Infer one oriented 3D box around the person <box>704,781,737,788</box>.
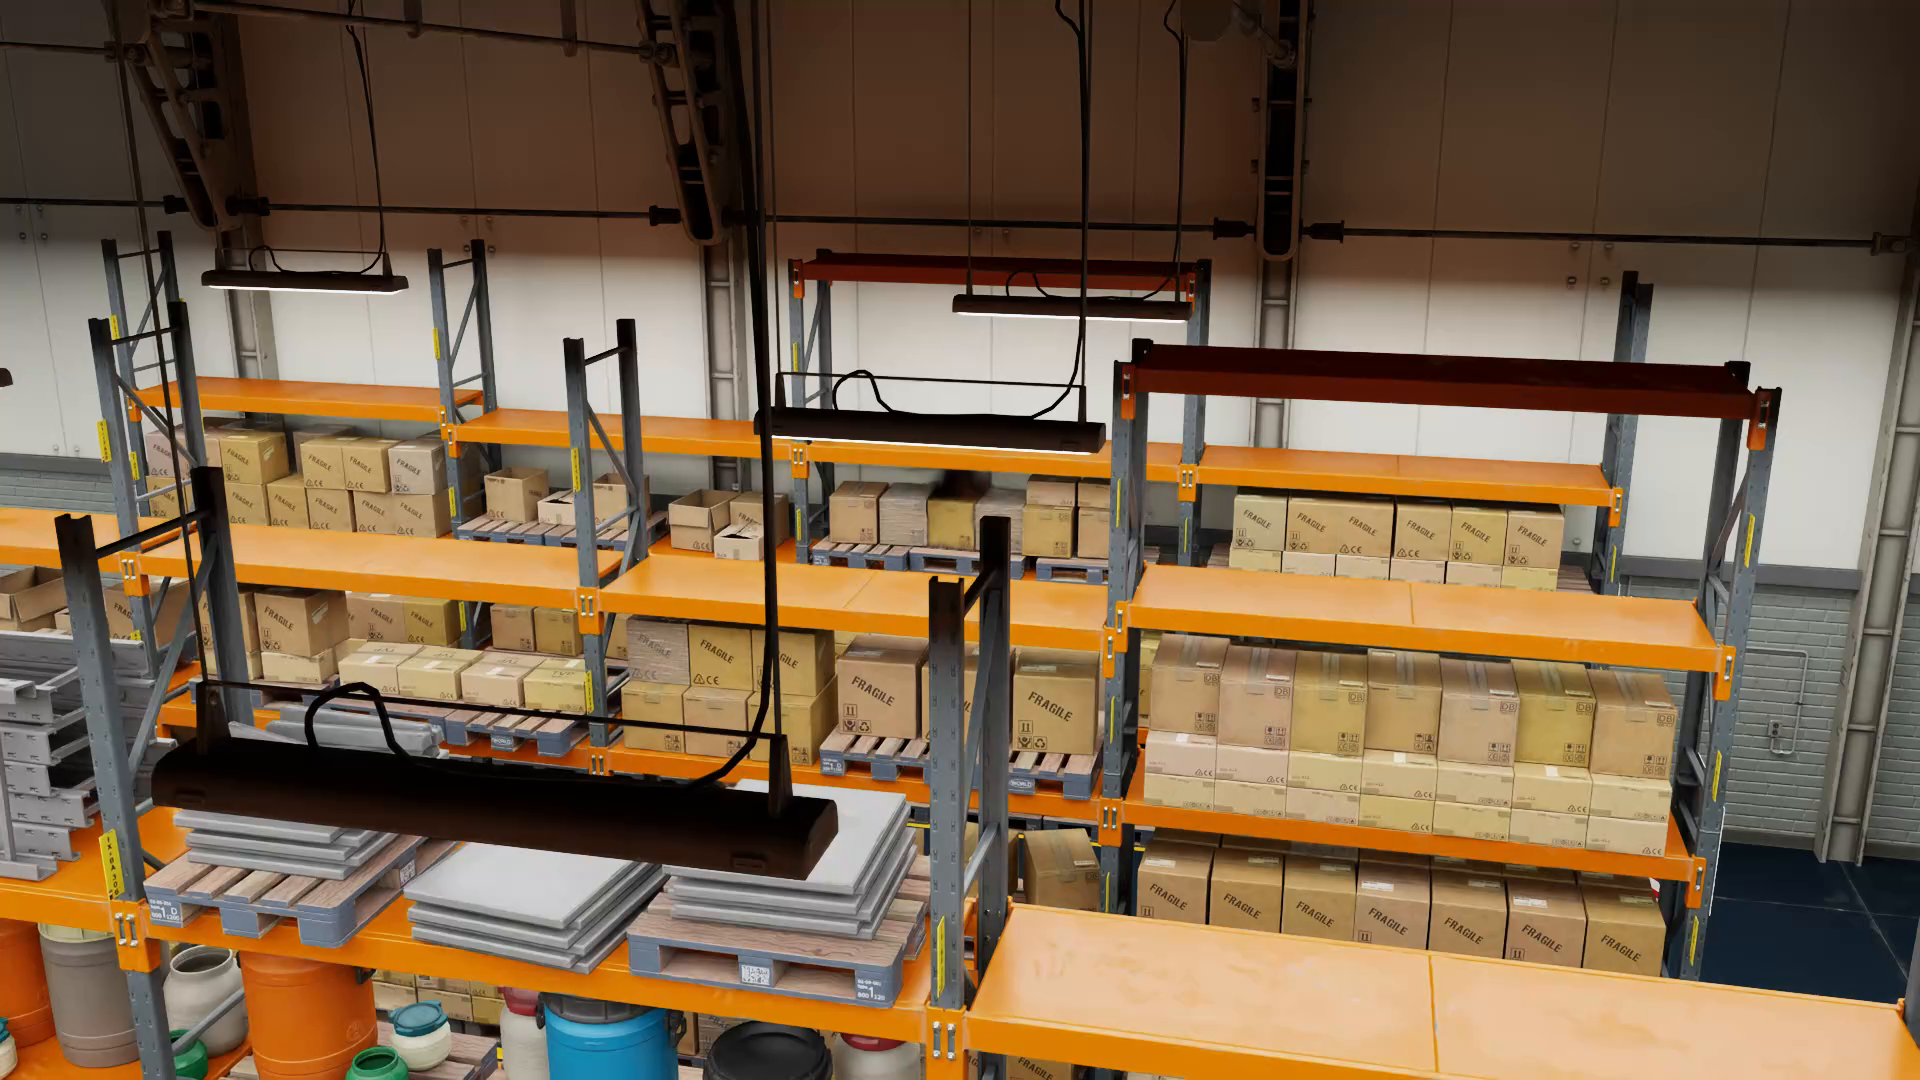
[{"bbox_3d":[-2.348,2.359,16.406,0.448,1.677,0.468,-12,20,-36],"label":"person"}]
